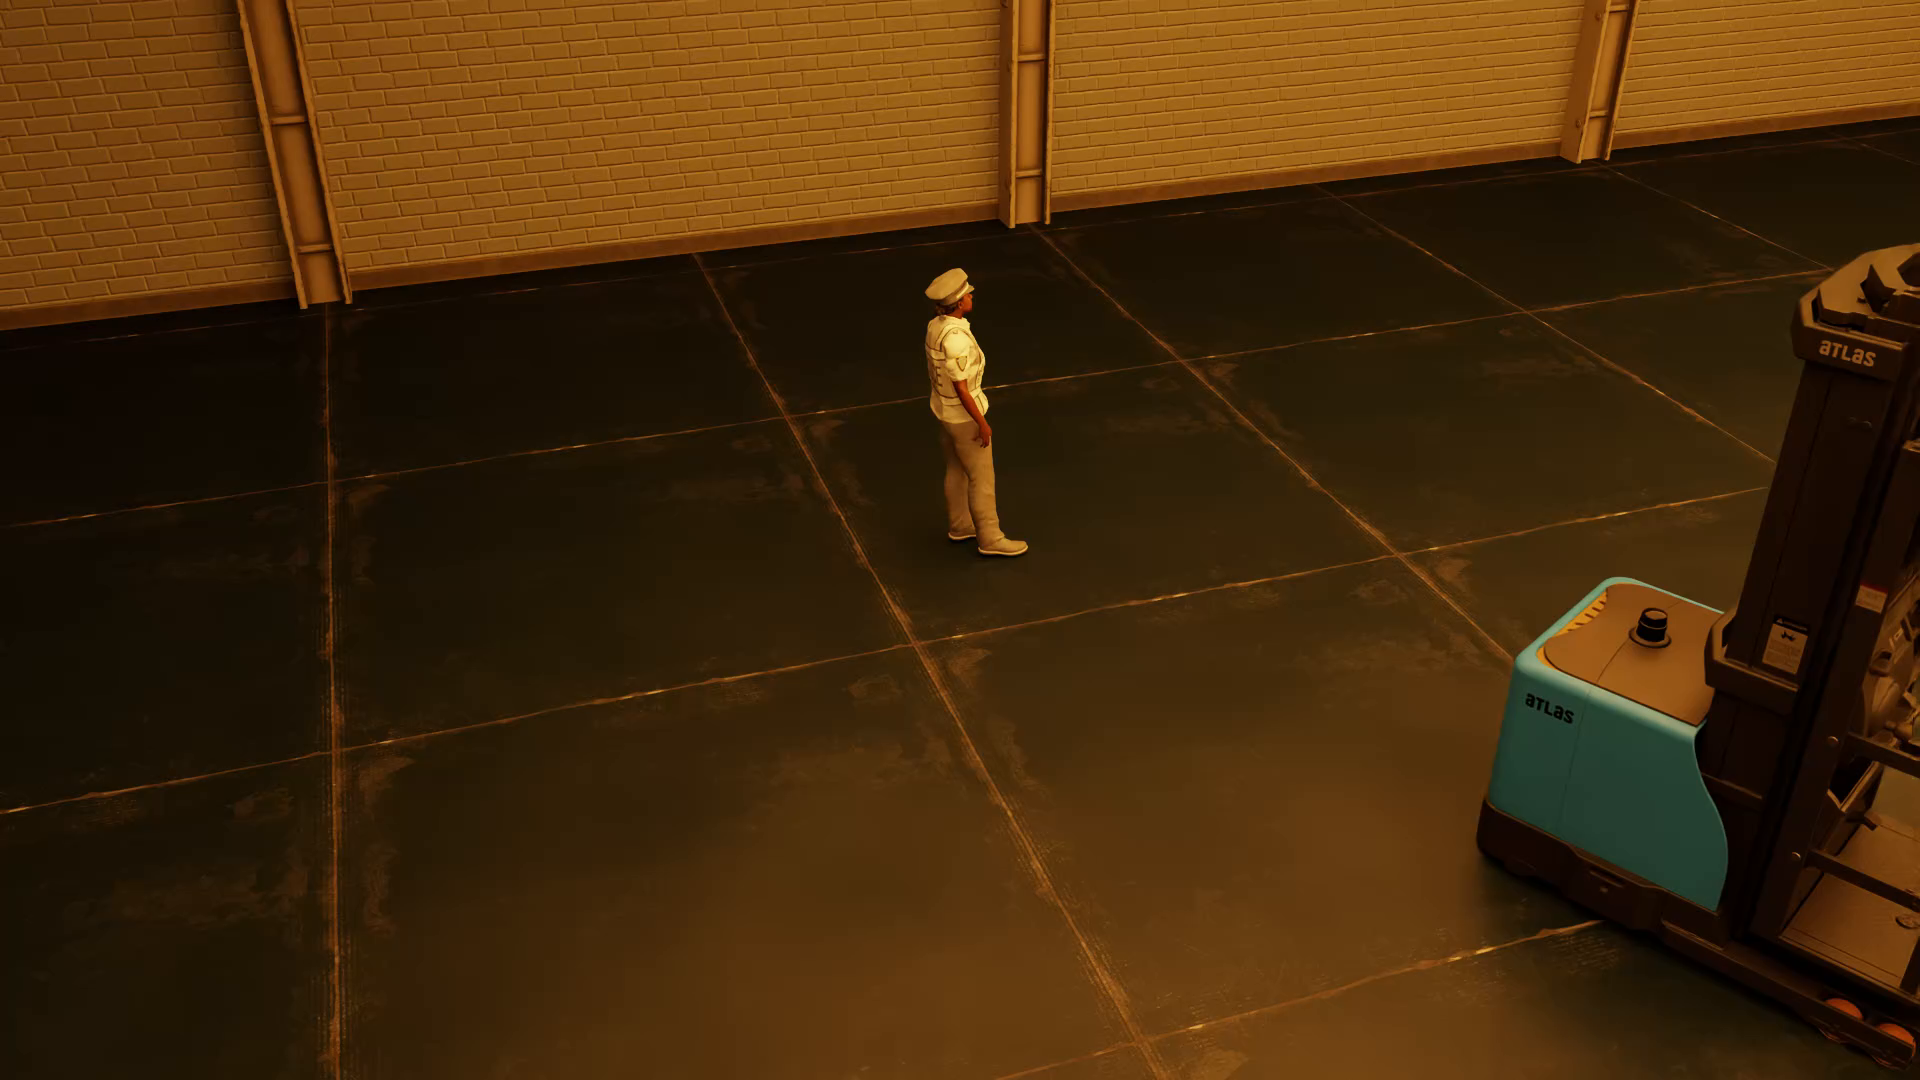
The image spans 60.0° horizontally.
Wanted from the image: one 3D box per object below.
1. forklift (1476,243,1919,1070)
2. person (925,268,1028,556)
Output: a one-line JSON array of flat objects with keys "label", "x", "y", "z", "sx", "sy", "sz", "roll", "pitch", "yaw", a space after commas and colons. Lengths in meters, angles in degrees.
[{"label": "forklift", "x": 3.754, "y": 0.483, "z": 6.247, "sx": 3.031, "sy": 2.935, "sz": 1.130, "roll": 25, "pitch": 38, "yaw": 36}, {"label": "person", "x": 0.080, "y": -0.738, "z": 9.595, "sx": 0.530, "sy": 1.695, "sz": 0.548, "roll": -10, "pitch": 31, "yaw": -16}]
